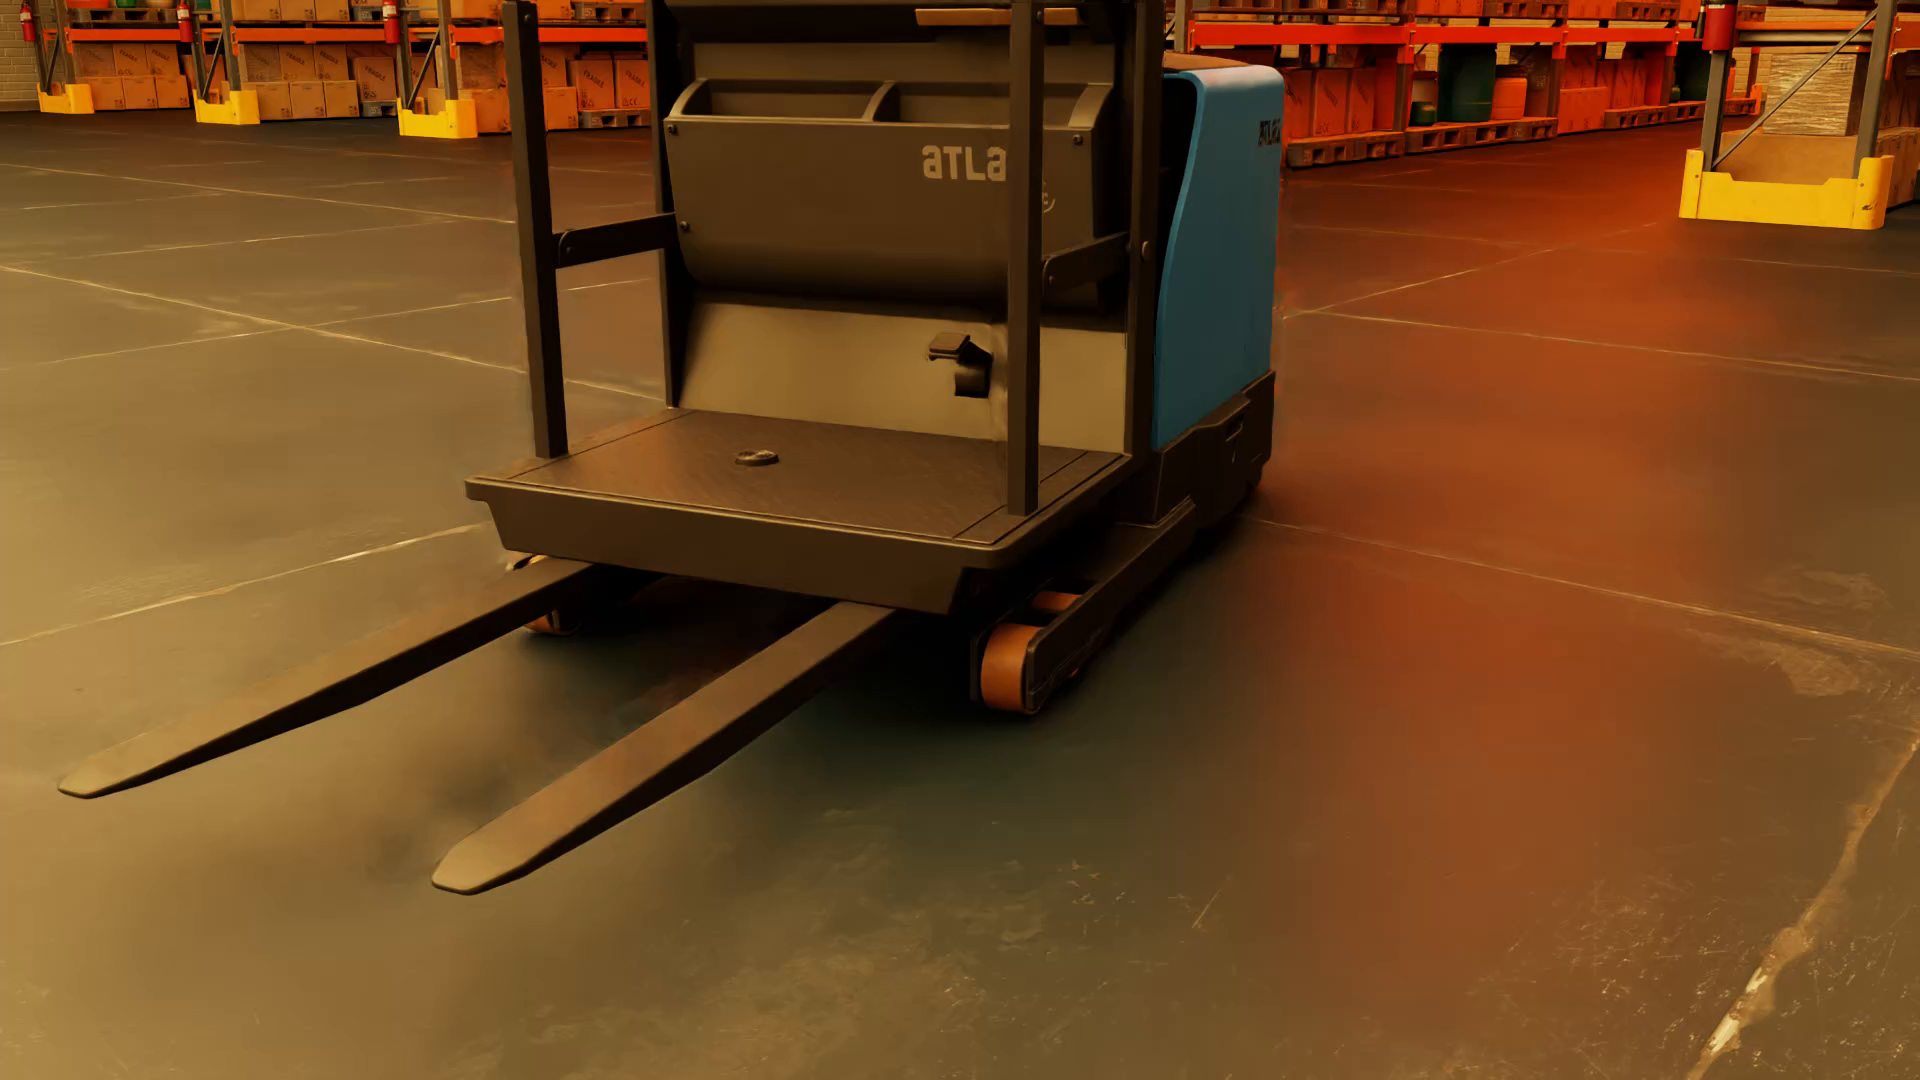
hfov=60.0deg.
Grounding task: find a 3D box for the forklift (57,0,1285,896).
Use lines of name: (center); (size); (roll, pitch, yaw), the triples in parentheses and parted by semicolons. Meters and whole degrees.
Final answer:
forklift: (-0.238, -1.234, 2.961); (1.130, 2.935, 3.031); (7, 18, 23)
